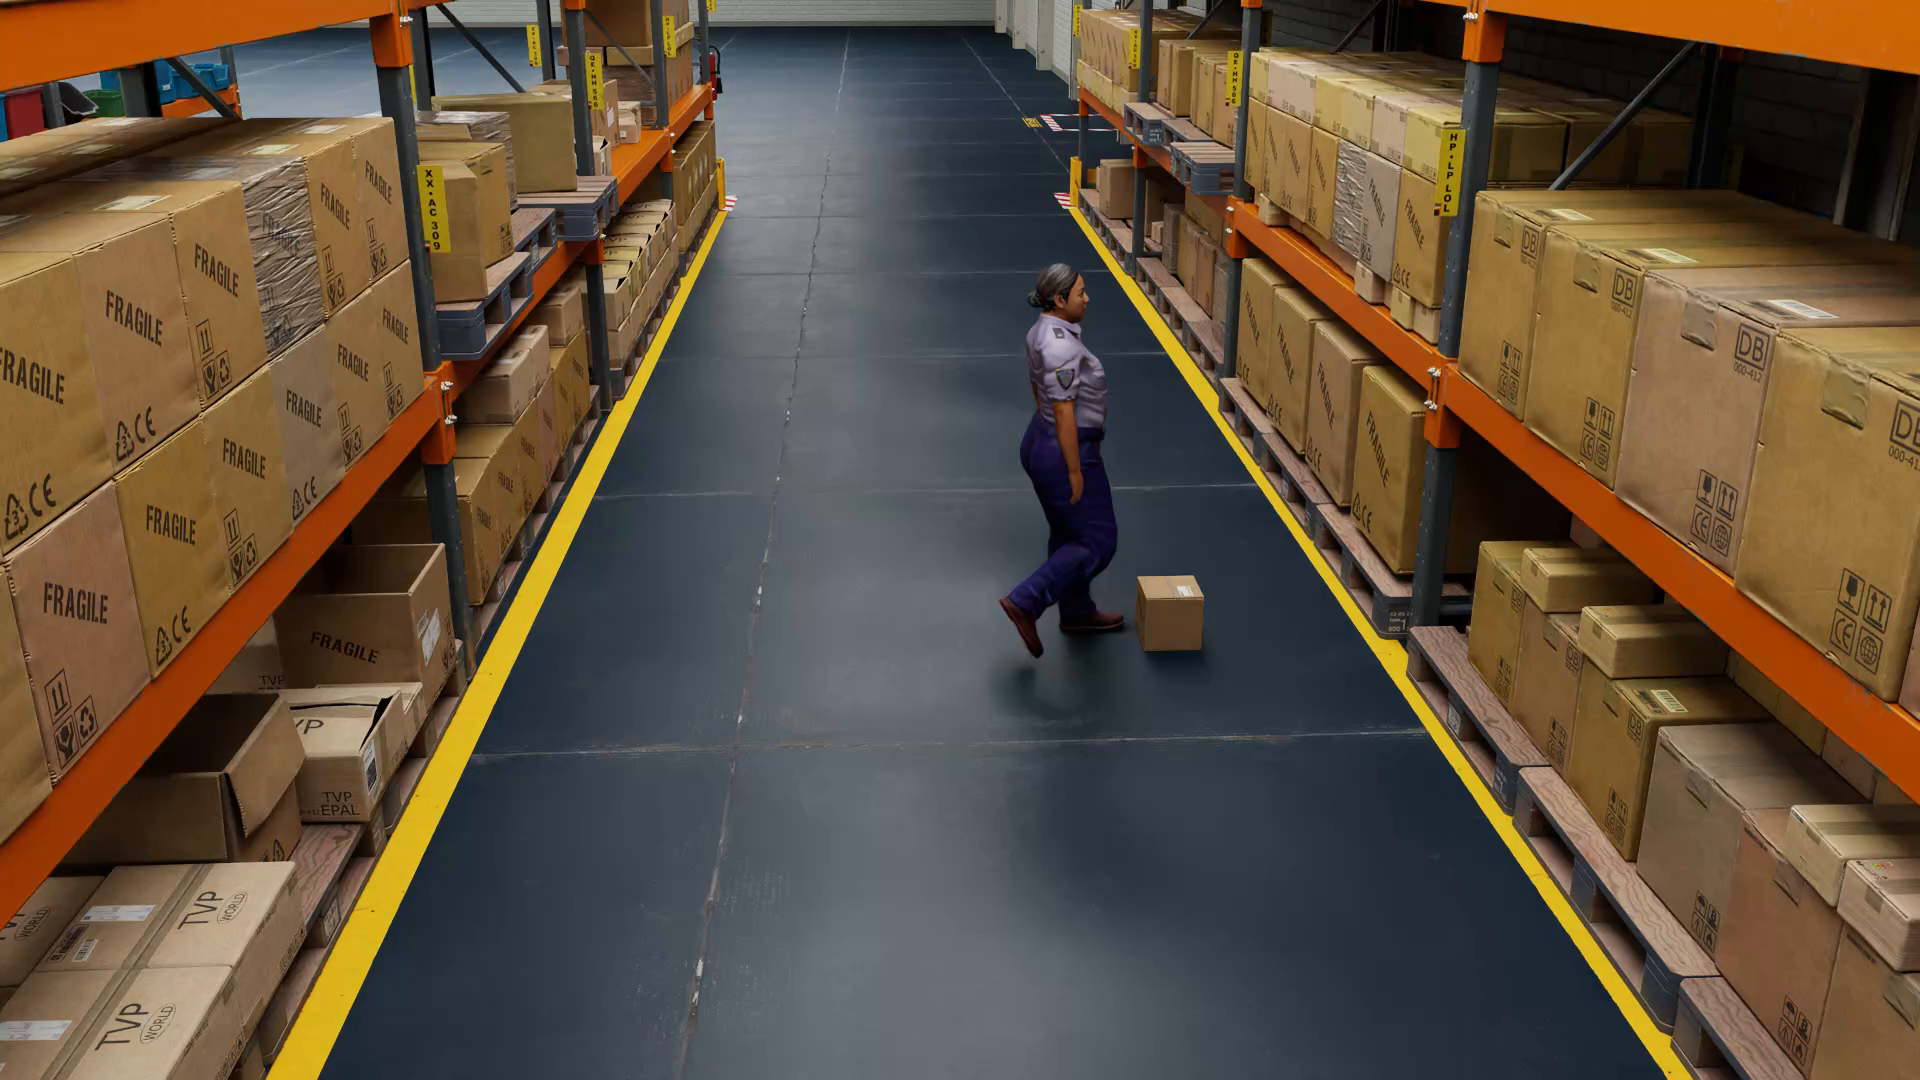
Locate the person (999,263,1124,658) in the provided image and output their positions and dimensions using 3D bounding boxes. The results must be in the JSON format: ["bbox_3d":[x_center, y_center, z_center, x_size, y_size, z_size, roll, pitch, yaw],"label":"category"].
[{"bbox_3d":[0.446,-0.330,6.972,0.620,1.631,0.533,-4,21,-10],"label":"person"}]
